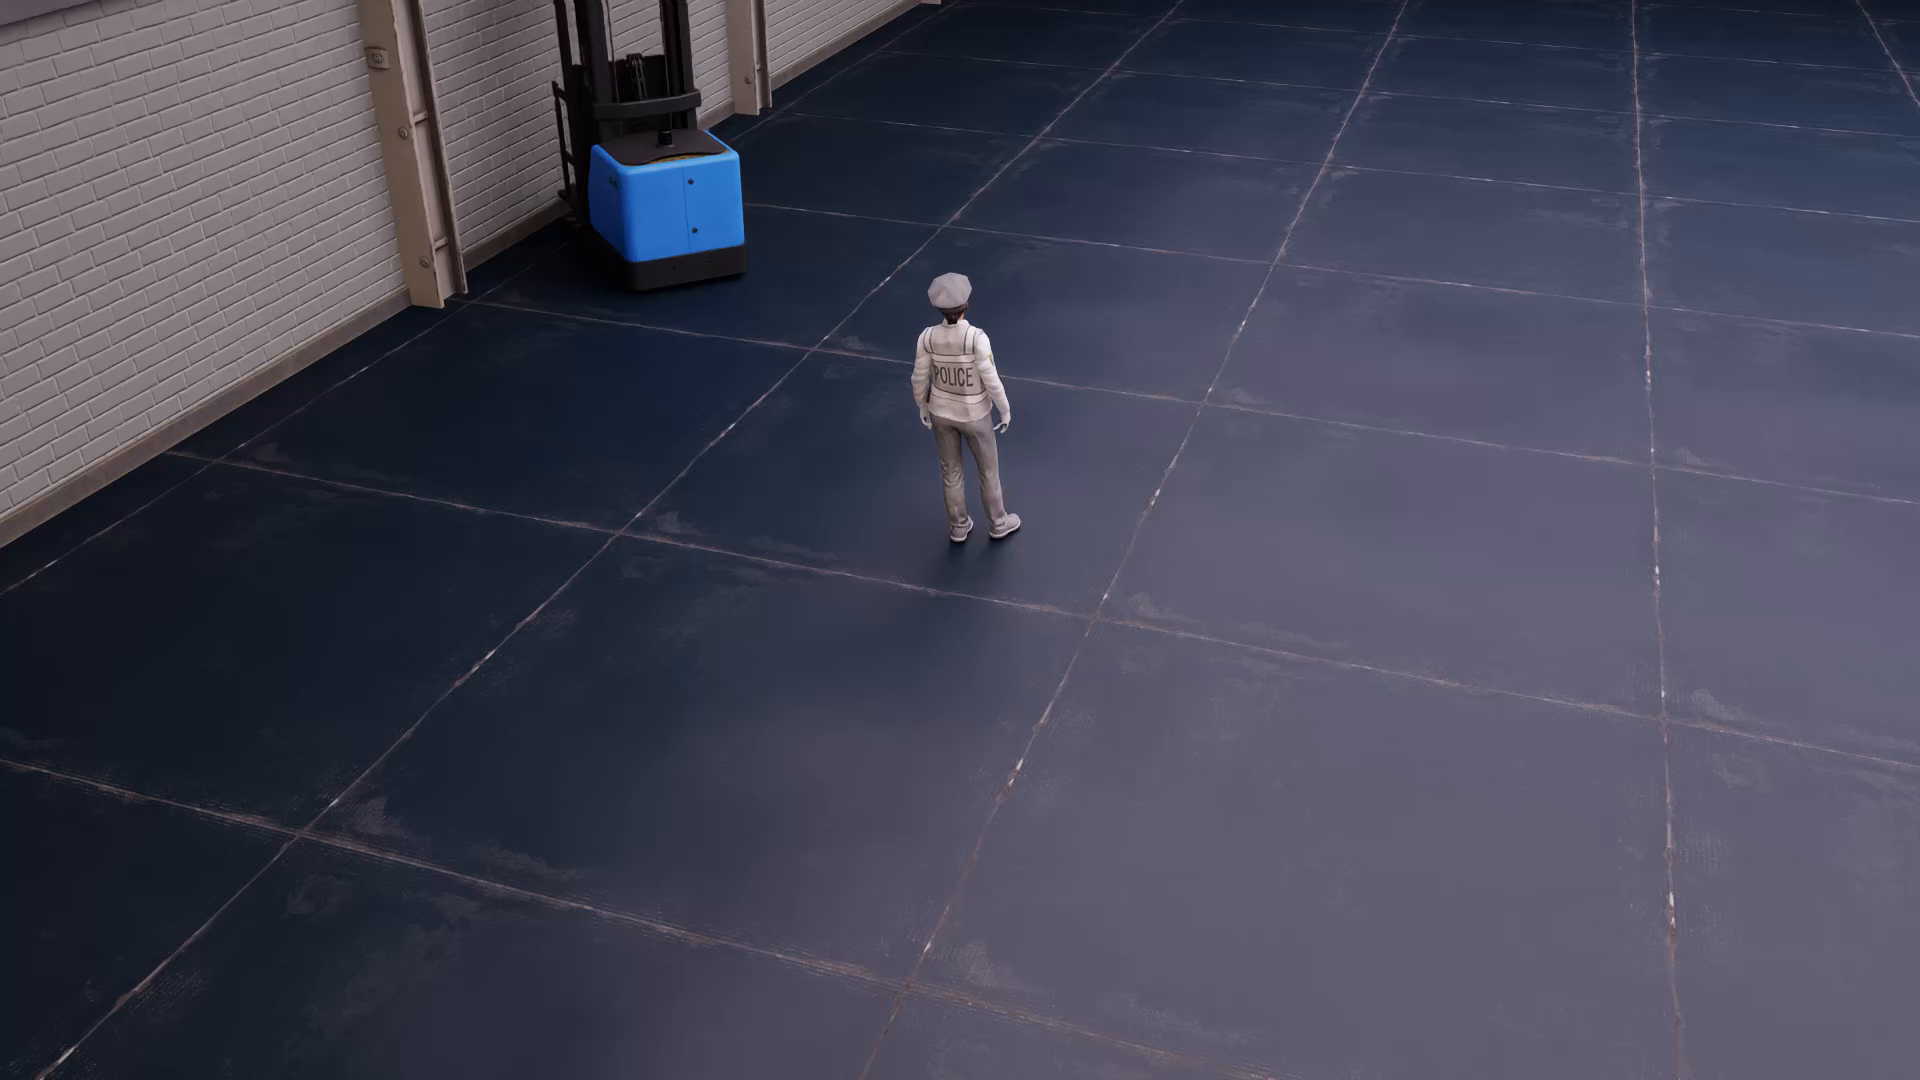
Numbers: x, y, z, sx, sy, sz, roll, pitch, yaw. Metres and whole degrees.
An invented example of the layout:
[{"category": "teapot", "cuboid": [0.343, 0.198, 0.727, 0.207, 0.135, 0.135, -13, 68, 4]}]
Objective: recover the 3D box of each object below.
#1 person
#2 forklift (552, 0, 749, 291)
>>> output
[{"category": "person", "cuboid": [0.029, -0.774, 9.728, 0.586, 1.694, 0.530, 10, 31, 16]}, {"category": "forklift", "cuboid": [-2.900, -4.001, 14.155, 1.130, 2.935, 3.031, -14, 33, -24]}]
